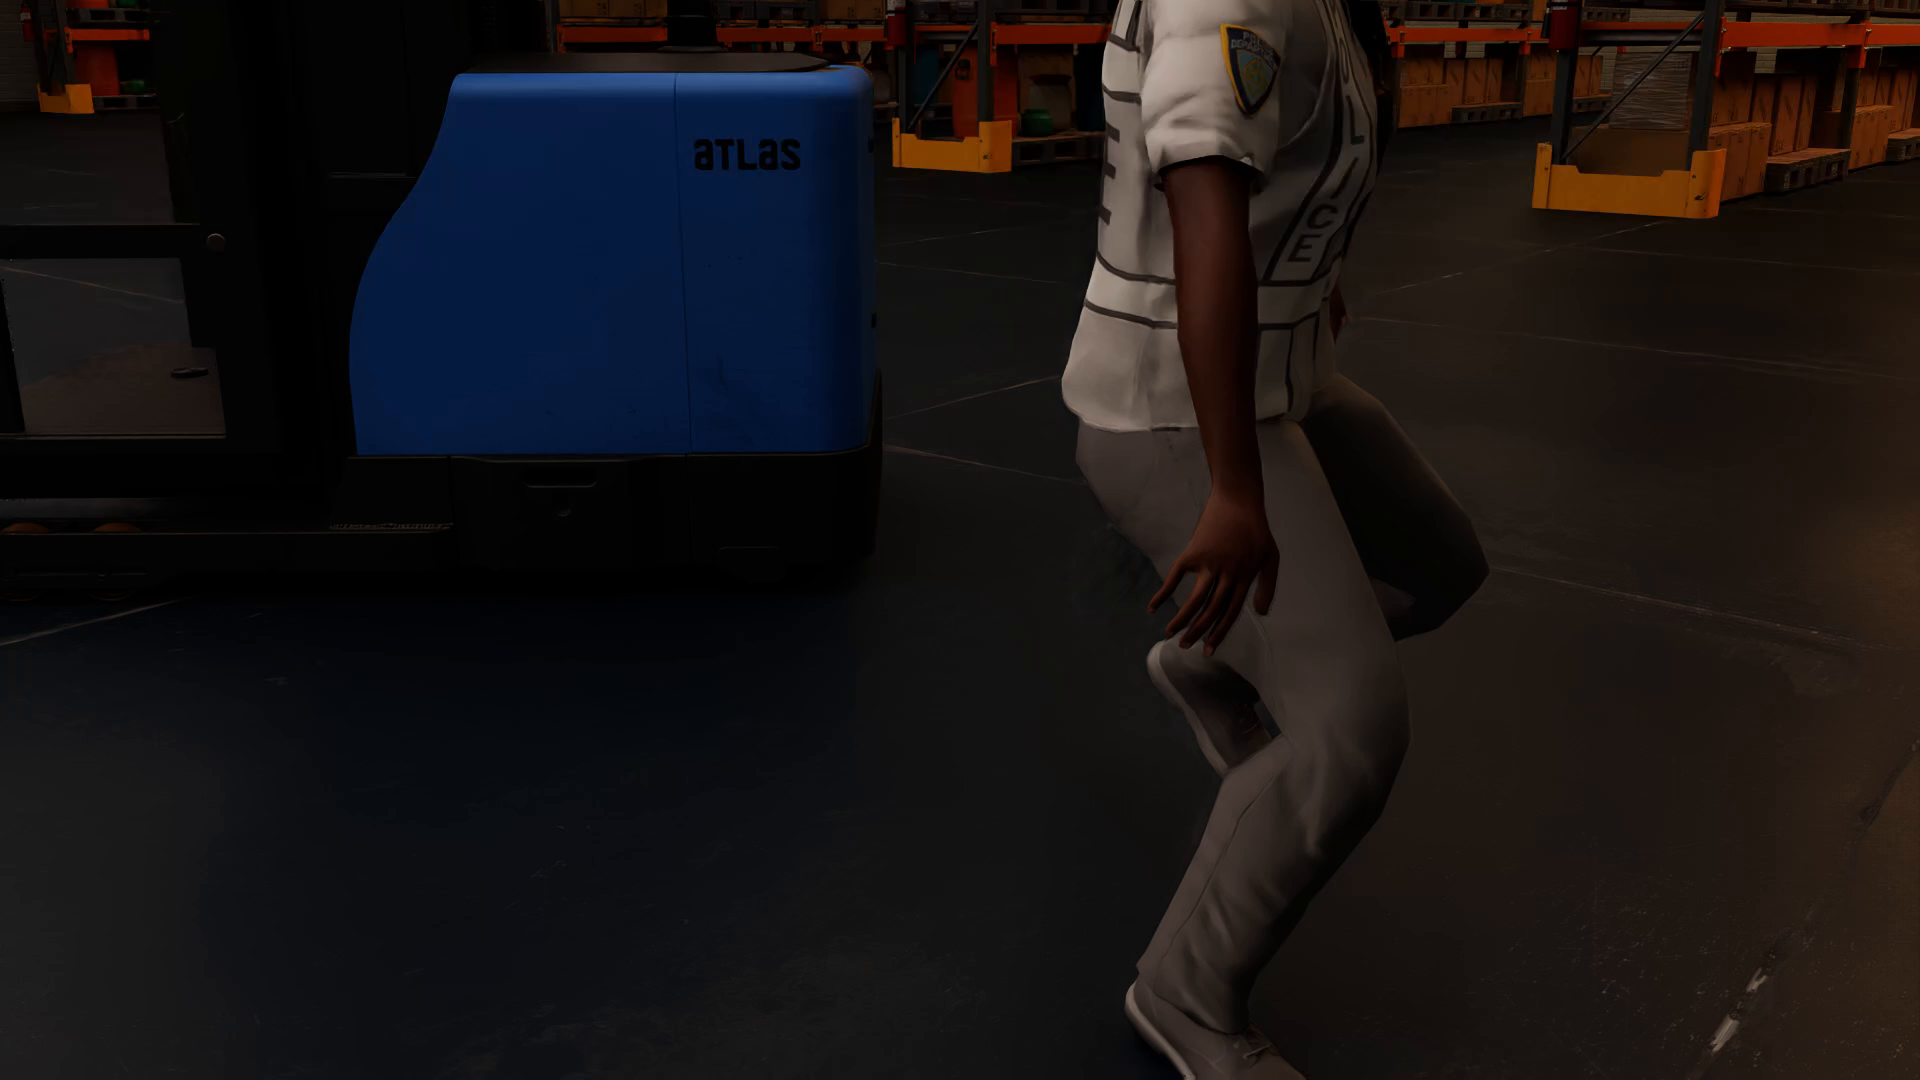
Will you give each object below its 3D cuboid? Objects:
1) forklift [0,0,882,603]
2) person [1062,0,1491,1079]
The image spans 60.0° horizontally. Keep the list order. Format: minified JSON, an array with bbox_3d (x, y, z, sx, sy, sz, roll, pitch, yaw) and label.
[{"bbox_3d":[-1.713,-1.426,3.593,3.031,2.935,1.130,0,17,-1],"label":"forklift"},{"bbox_3d":[0.354,-0.158,1.924,0.485,1.548,0.995,7,18,22],"label":"person"}]
